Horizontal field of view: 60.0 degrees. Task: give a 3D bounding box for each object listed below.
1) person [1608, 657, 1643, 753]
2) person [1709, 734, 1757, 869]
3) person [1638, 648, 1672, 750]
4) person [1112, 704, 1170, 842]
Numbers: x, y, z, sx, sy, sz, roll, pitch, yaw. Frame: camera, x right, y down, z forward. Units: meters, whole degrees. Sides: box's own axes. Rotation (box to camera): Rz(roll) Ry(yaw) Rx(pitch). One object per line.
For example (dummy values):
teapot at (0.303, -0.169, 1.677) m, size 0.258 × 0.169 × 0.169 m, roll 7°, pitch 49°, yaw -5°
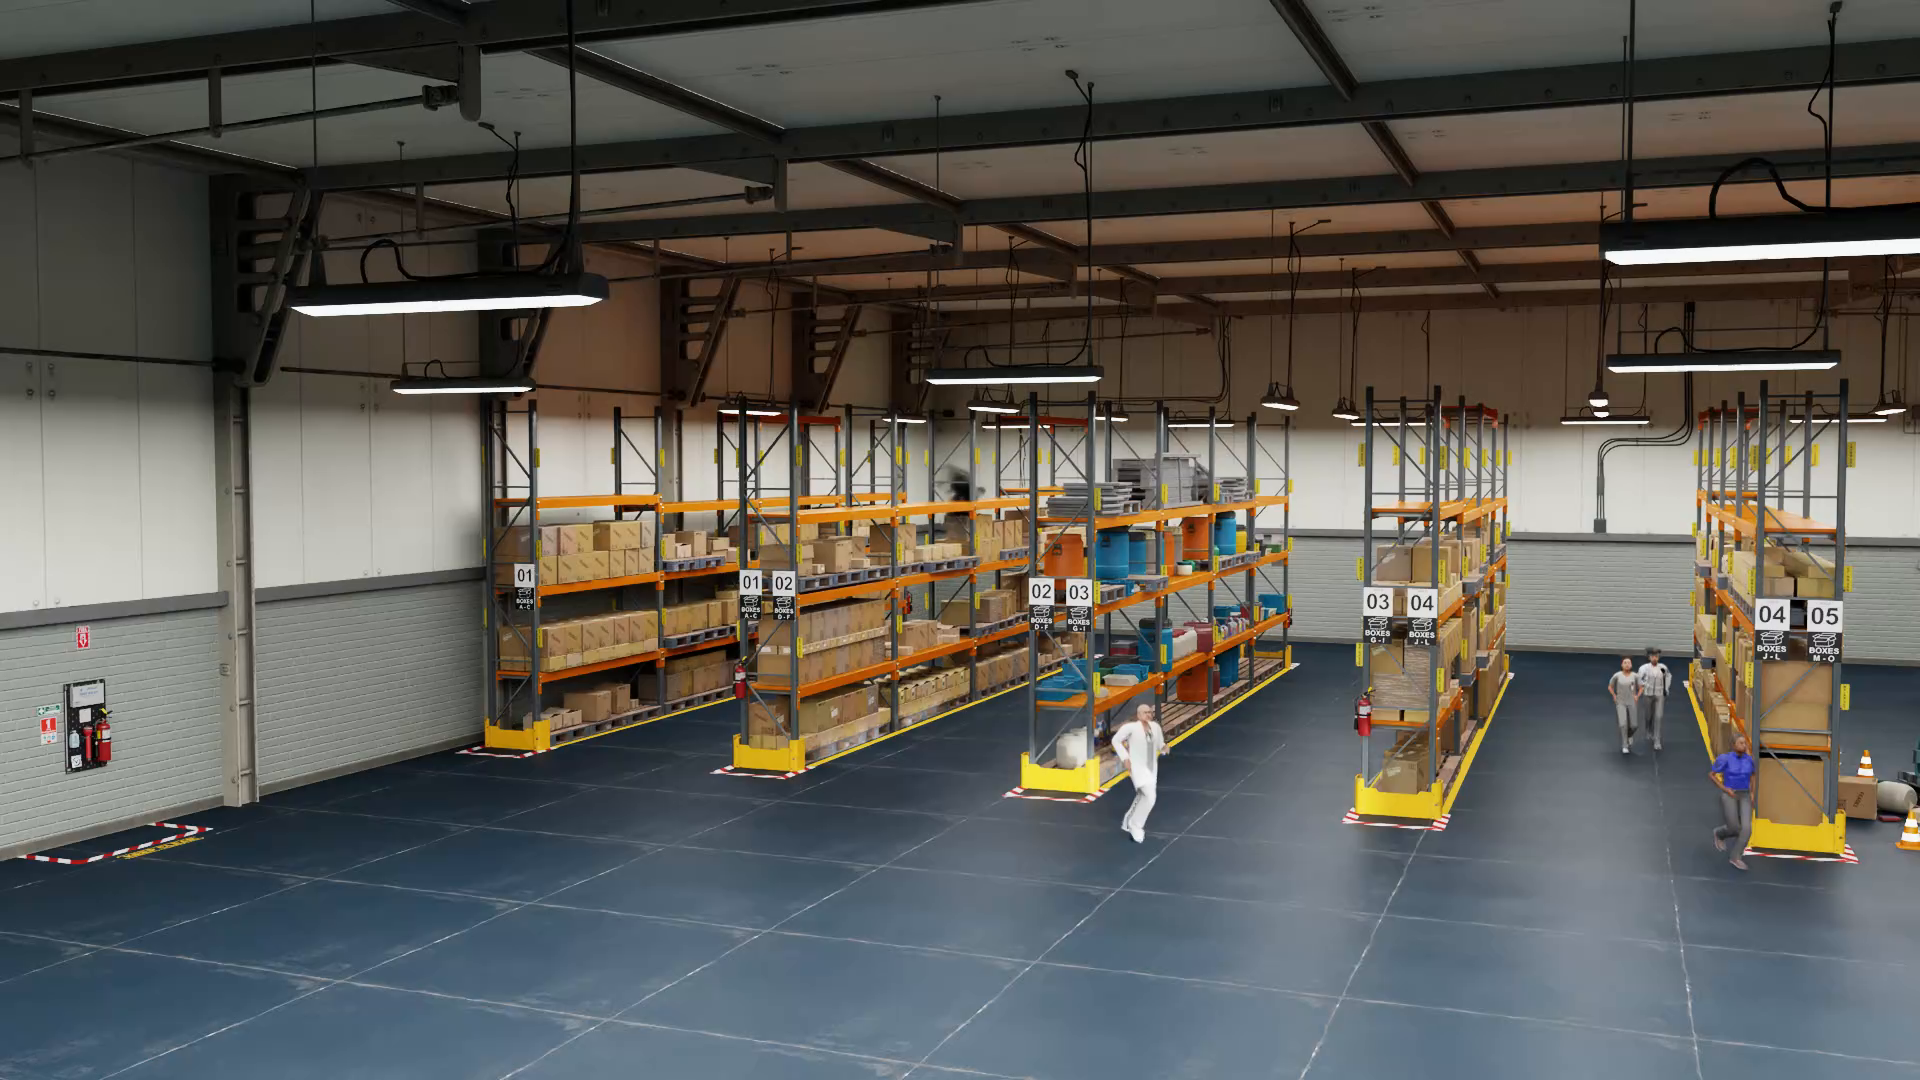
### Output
person at (11.334, 2.791, 28.322) m, size 0.563 × 1.619 × 0.609 m, roll 1°, pitch 3°, yaw 18°
person at (9.550, 3.196, 20.510) m, size 0.619 × 1.635 × 0.619 m, roll 0°, pitch 3°, yaw -3°
person at (12.020, 2.716, 28.833) m, size 0.617 × 1.702 × 0.937 m, roll 1°, pitch 3°, yaw 19°
person at (2.424, 3.056, 21.812) m, size 0.670 × 1.818 × 0.783 m, roll -2°, pitch 3°, yaw -35°
